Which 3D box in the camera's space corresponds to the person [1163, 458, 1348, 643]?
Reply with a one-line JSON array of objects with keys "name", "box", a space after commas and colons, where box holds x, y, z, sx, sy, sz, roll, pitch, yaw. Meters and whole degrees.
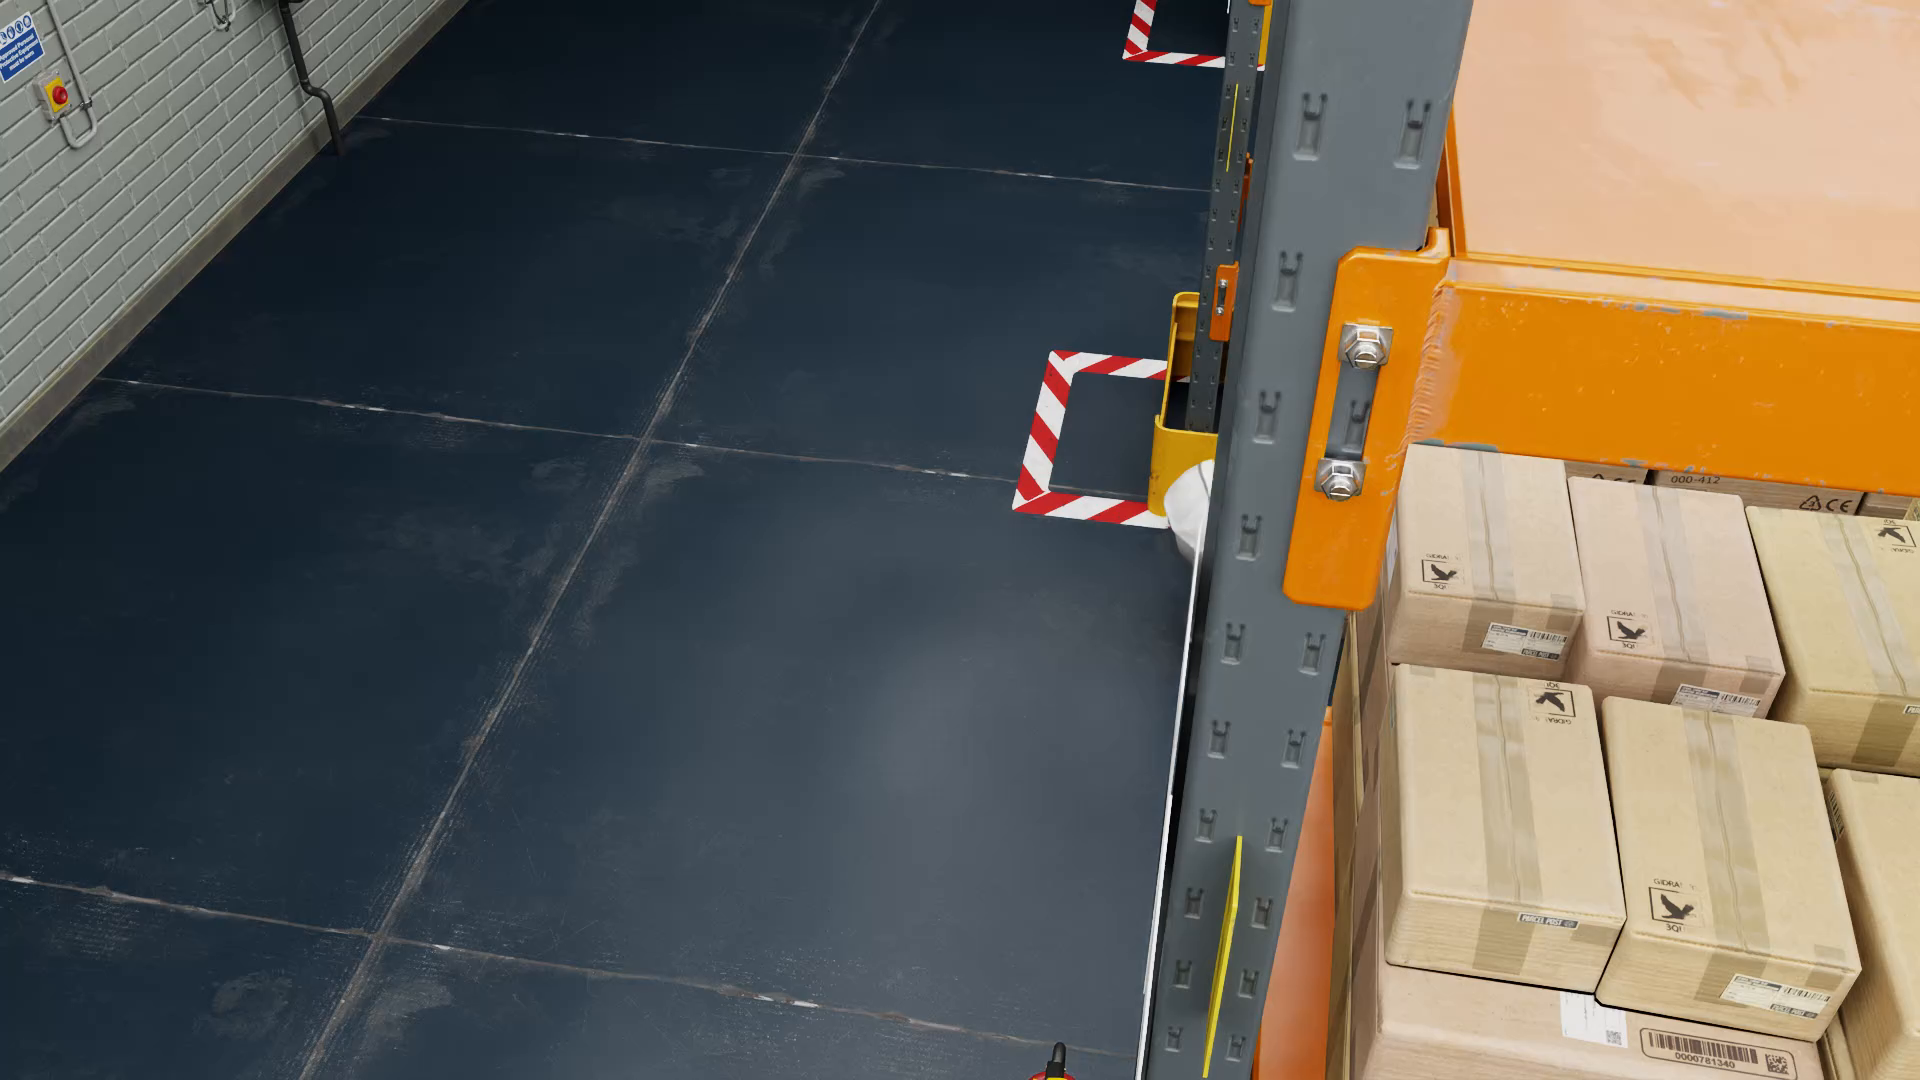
[{"name": "person", "box": [1.269, 0.052, 6.726, 0.926, 1.145, 0.430, -5, 41, -6]}]
